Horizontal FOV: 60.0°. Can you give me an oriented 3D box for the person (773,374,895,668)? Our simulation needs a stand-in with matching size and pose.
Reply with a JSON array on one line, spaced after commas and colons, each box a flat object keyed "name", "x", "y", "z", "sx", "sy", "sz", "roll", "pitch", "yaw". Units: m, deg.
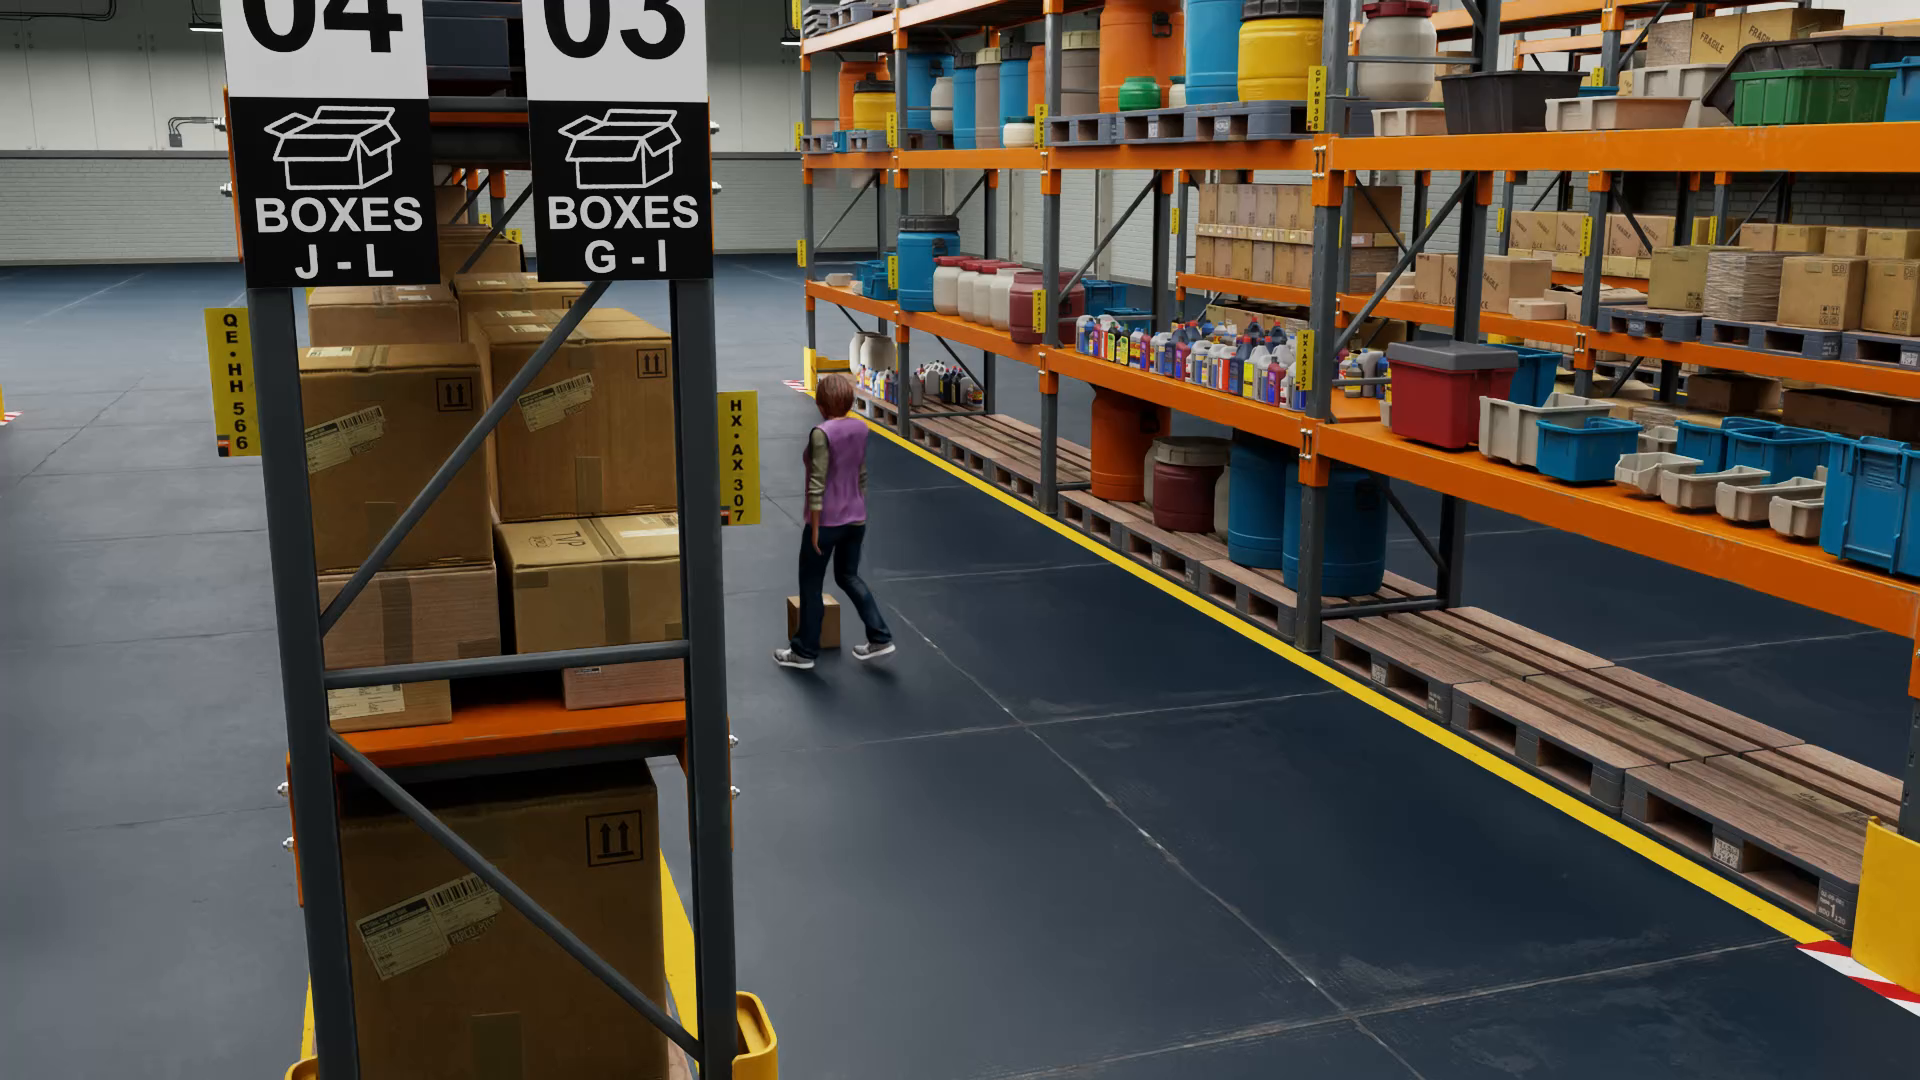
[{"name": "person", "x": -0.680, "y": -0.088, "z": 8.872, "sx": 0.593, "sy": 1.571, "sz": 0.437, "roll": 12, "pitch": 17, "yaw": 42}]
